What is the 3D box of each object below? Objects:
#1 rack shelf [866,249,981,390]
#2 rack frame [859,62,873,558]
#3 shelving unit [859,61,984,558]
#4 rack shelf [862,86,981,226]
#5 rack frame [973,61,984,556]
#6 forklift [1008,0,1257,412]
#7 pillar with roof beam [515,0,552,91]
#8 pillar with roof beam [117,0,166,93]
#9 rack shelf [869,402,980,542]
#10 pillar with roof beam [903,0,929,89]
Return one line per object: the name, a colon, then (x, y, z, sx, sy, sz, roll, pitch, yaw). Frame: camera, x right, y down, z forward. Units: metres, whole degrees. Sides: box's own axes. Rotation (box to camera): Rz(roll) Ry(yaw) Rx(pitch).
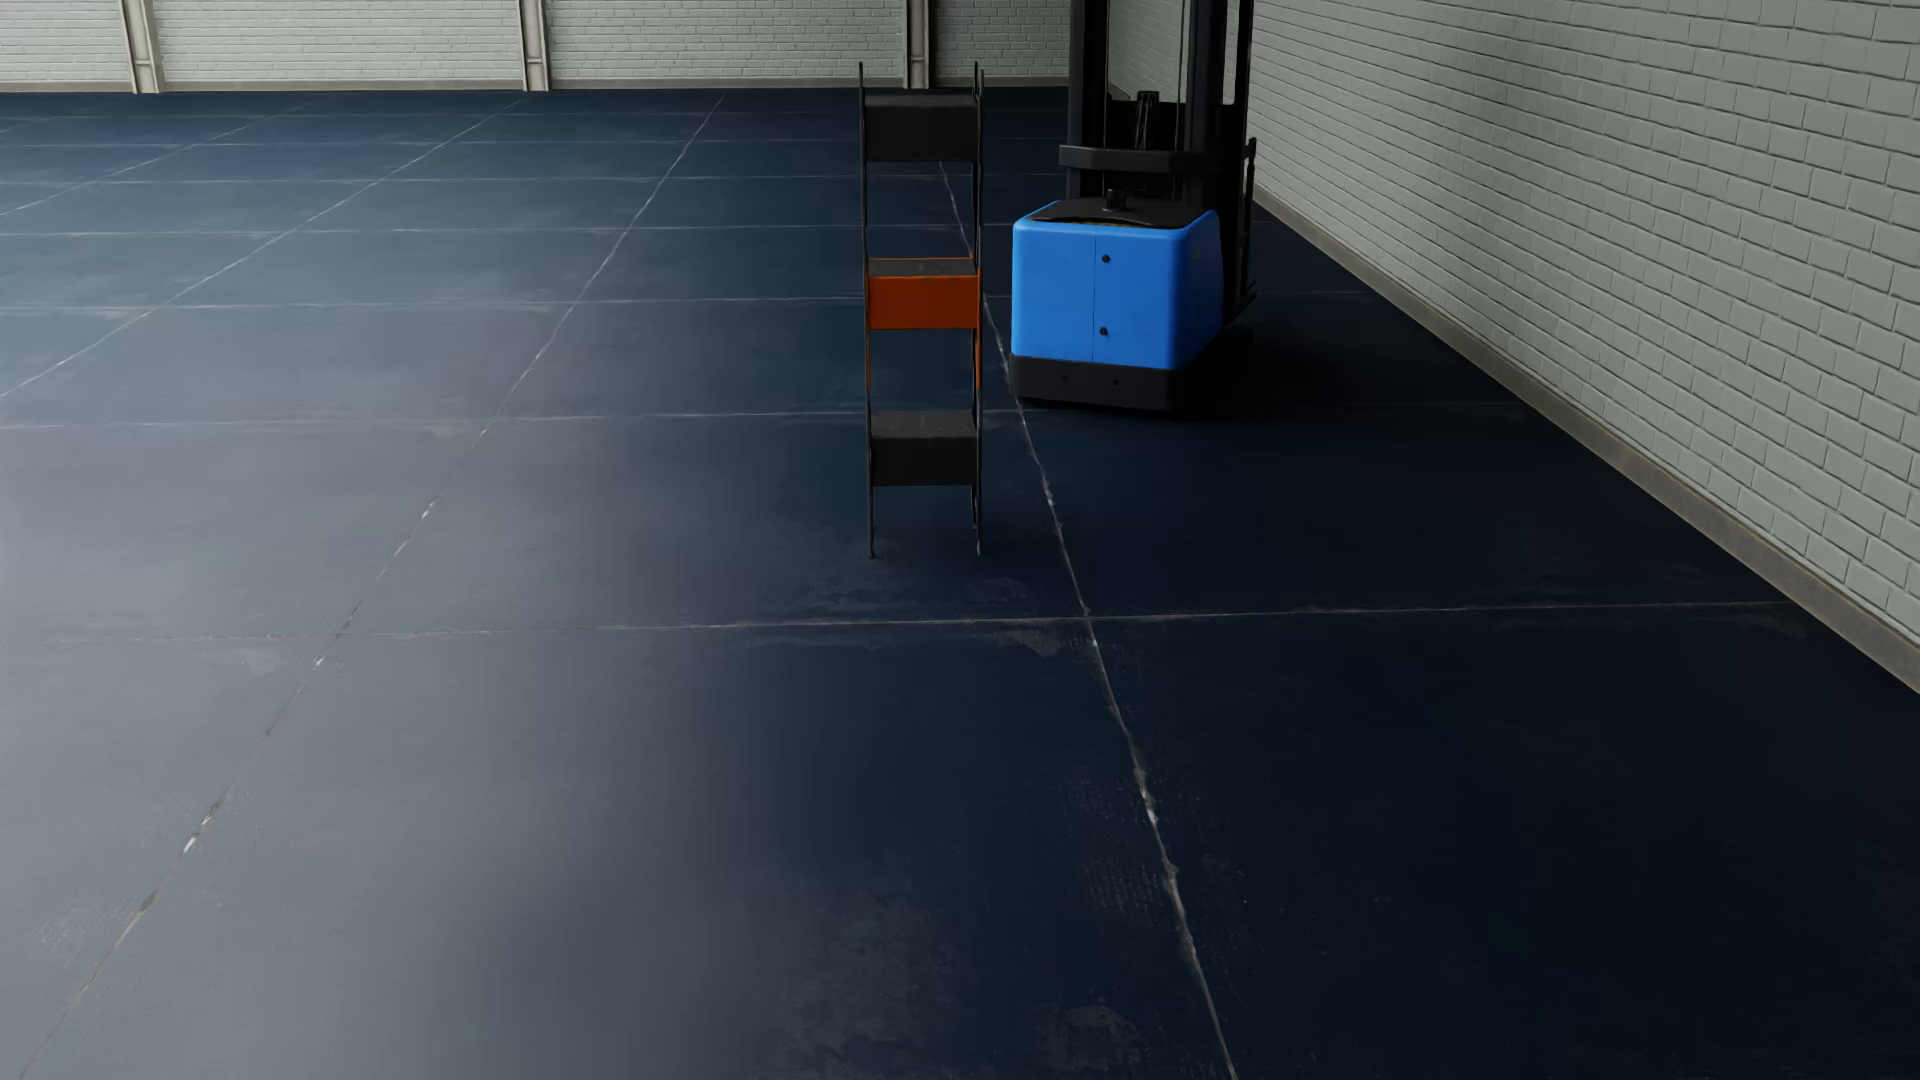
rack shelf: (-0.165, -0.965, 7.243, 0.480, 0.518, 0.431, -1, 21, -3)
rack frame: (-0.409, -0.973, 7.226, 0.015, 2.100, 0.400, -1, 21, -3)
shelving unit: (-0.165, -0.978, 7.239, 0.503, 2.100, 0.431, -1, 21, -3)
rack shelf: (-0.165, -1.619, 6.994, 0.480, 0.518, 0.431, -1, 21, -3)
rack frame: (0.078, -0.983, 7.252, 0.015, 2.100, 0.400, -1, 21, -3)
forklift: (1.274, -2.579, 10.277, 1.130, 2.935, 3.031, 8, 22, 19)
pillar with roof beam: (-6.444, -9.809, 20.738, 0.400, 9.000, 9.100, -1, 21, -3)
pillar with roof beam: (-12.434, -9.687, 20.418, 0.400, 9.000, 9.100, -1, 21, -3)
rack shelf: (-0.165, -0.311, 7.492, 0.480, 0.518, 0.431, -1, 21, -3)
pillar with roof beam: (-0.454, -9.931, 21.058, 0.400, 9.000, 9.100, -1, 21, -3)
